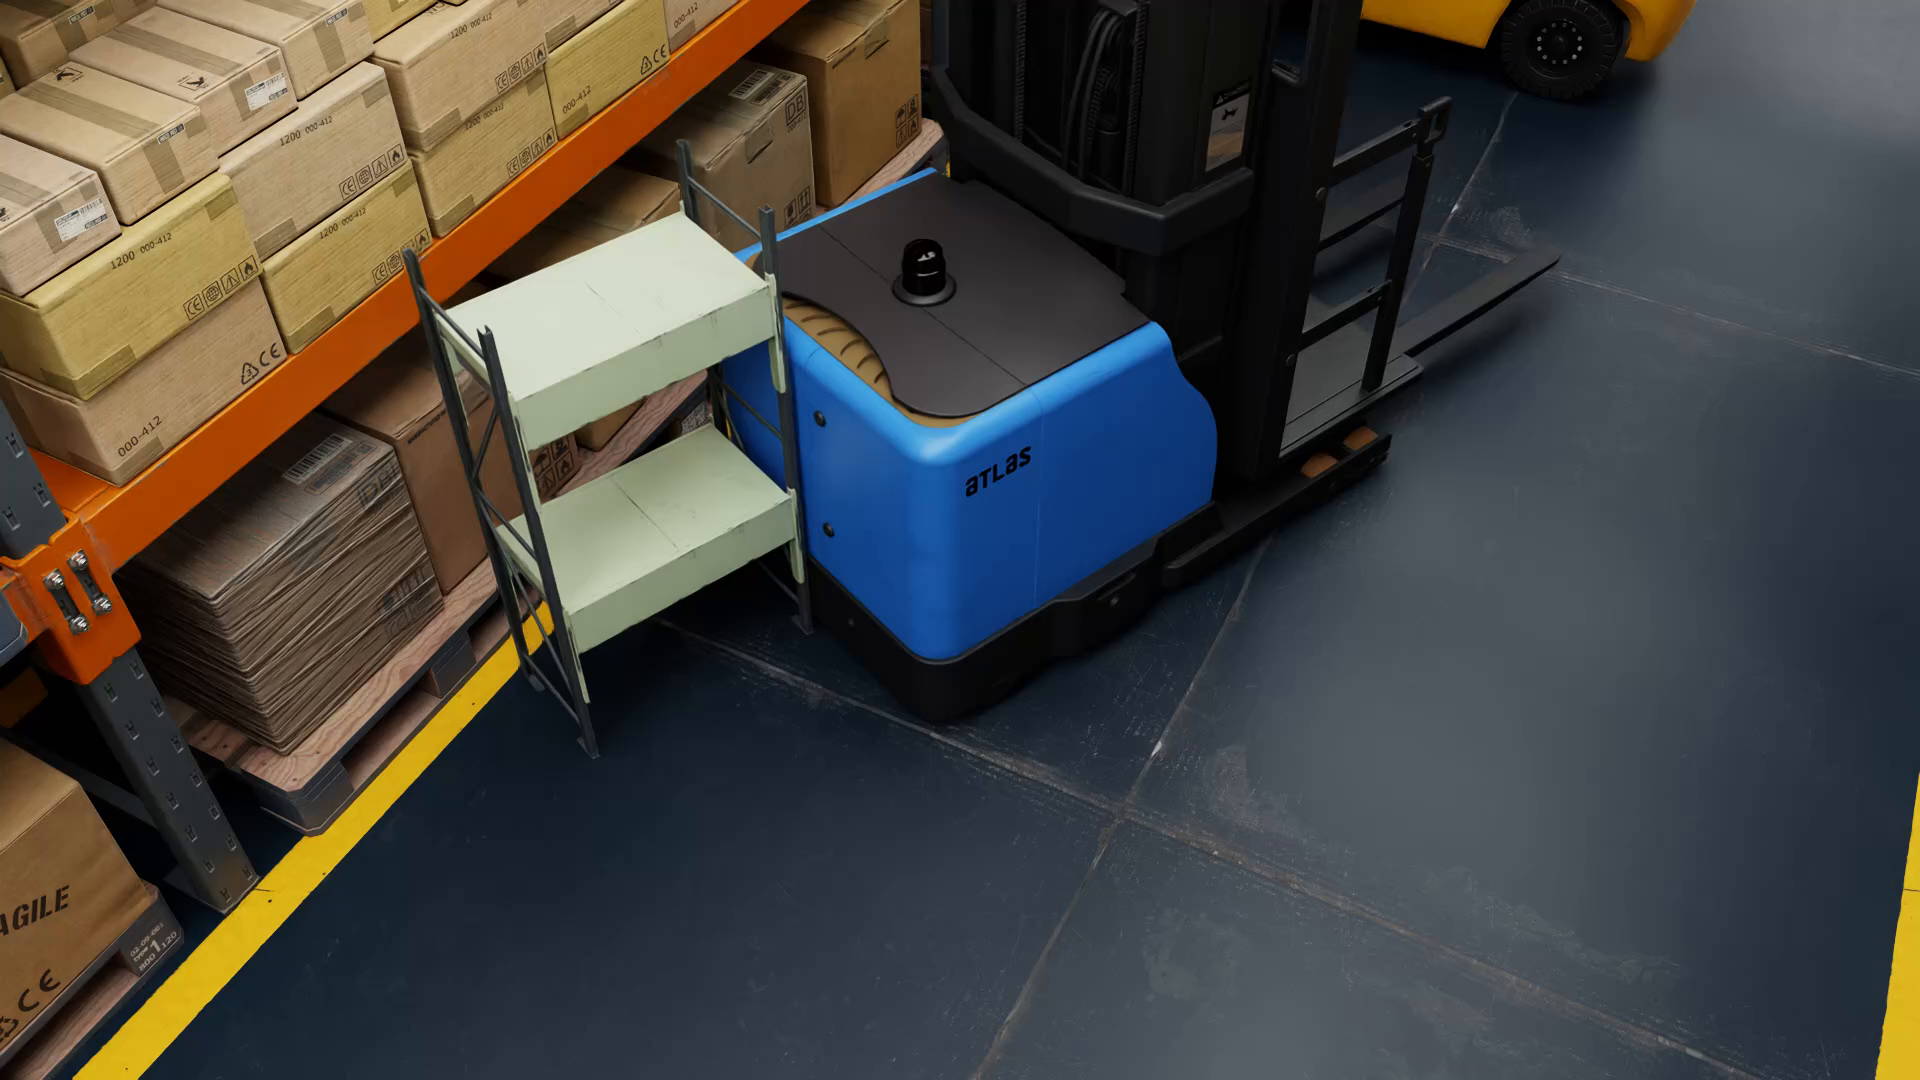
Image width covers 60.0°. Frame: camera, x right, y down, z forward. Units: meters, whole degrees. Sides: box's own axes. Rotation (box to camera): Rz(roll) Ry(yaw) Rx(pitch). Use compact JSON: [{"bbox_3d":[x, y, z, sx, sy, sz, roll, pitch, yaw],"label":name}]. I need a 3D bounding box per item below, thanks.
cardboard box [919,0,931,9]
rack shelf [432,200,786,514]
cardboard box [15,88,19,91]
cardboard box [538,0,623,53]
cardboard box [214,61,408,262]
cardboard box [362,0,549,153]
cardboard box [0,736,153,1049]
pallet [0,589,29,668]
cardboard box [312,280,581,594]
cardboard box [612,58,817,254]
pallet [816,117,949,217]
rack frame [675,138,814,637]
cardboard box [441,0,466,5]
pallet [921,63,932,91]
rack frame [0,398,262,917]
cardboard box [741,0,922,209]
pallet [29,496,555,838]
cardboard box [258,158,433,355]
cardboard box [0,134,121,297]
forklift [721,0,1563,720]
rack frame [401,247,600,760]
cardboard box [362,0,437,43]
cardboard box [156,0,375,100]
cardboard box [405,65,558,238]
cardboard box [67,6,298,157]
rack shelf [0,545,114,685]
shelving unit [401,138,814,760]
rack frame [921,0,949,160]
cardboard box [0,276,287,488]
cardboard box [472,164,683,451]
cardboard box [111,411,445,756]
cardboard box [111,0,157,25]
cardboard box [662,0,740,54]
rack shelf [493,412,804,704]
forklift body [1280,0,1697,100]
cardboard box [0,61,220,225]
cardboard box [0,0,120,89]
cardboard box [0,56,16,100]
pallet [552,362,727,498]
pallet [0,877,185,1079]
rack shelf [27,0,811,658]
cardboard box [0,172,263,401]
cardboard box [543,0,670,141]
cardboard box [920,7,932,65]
[{"bbox_3d":[0.050,-2.366,6.766,0.500,0.250,0.500,20,49,19],"label":"cardboard box"},{"bbox_3d":[-0.857,-0.465,4.106,0.720,0.370,0.431,-30,52,-26],"label":"rack shelf"},{"bbox_3d":[-2.107,-1.107,3.989,0.500,0.250,0.500,21,49,19],"label":"cardboard box"},{"bbox_3d":[-1.176,-1.577,4.454,0.500,0.250,0.500,21,49,20],"label":"cardboard box"},{"bbox_3d":[-1.649,-0.923,3.808,0.500,0.250,0.500,22,49,20],"label":"cardboard box"},{"bbox_3d":[-1.390,-1.247,4.128,0.500,0.250,0.500,19,48,18],"label":"cardboard box"},{"bbox_3d":[-2.311,0.782,3.830,0.500,0.500,0.500,22,49,20],"label":"cardboard box"},{"bbox_3d":[-2.558,0.231,3.047,1.213,0.211,1.003,20,49,19],"label":"pallet"},{"bbox_3d":[-1.707,-0.402,4.913,0.875,0.625,0.625,22,49,20],"label":"cardboard box"},{"bbox_3d":[-1.048,-1.301,5.801,0.875,0.625,0.625,20,49,19],"label":"cardboard box"},{"bbox_3d":[-0.756,-1.349,6.435,1.003,0.211,1.213,20,49,19],"label":"pallet"},{"bbox_3d":[-0.572,-0.354,4.546,0.023,1.500,0.400,-30,52,-26],"label":"rack frame"},{"bbox_3d":[-1.306,-1.470,4.067,0.380,0.149,0.250,21,49,20],"label":"cardboard box"},{"bbox_3d":[-0.042,-2.313,7.388,1.003,0.211,1.213,20,49,19],"label":"pallet"},{"bbox_3d":[-2.305,-0.286,3.424,1.000,3.000,0.127,20,49,19],"label":"rack frame"},{"bbox_3d":[-0.681,-1.787,6.281,0.875,0.625,0.625,23,50,21],"label":"cardboard box"},{"bbox_3d":[-1.888,0.188,4.916,1.003,0.211,1.213,20,49,19],"label":"pallet"},{"bbox_3d":[-1.645,-0.748,3.986,0.500,0.250,0.500,19,48,18],"label":"cardboard box"},{"bbox_3d":[-1.896,-0.653,3.260,0.380,0.149,0.250,22,49,20],"label":"cardboard box"},{"bbox_3d":[0.774,-1.412,4.585,3.031,2.935,1.130,-30,52,-26],"label":"forklift"},{"bbox_3d":[-1.141,-0.027,4.222,0.023,1.500,0.400,-30,52,-26],"label":"rack frame"},{"bbox_3d":[-1.477,-1.329,3.928,0.380,0.149,0.250,21,49,19],"label":"cardboard box"},{"bbox_3d":[-1.567,-1.161,3.762,0.380,0.149,0.250,21,49,19],"label":"cardboard box"},{"bbox_3d":[-1.412,-1.075,4.309,0.500,0.250,0.500,19,48,18],"label":"cardboard box"},{"bbox_3d":[-1.677,-0.992,3.595,0.380,0.149,0.250,22,49,20],"label":"cardboard box"},{"bbox_3d":[-3.234,1.226,2.435,1.077,0.370,4.000,20,49,19],"label":"rack shelf"},{"bbox_3d":[-0.857,-0.191,4.384,0.755,1.500,0.431,-30,52,-26],"label":"shelving unit"},{"bbox_3d":[-0.448,-2.806,5.915,1.000,3.000,0.127,20,49,19],"label":"rack frame"},{"bbox_3d":[-1.883,-0.433,3.674,0.500,0.250,0.500,21,49,19],"label":"cardboard box"},{"bbox_3d":[-1.395,-0.826,5.332,0.875,0.625,0.625,19,48,17],"label":"cardboard box"},{"bbox_3d":[-2.003,0.012,4.503,0.875,0.625,0.625,22,49,20],"label":"cardboard box"},{"bbox_3d":[-2.084,-1.344,3.943,0.380,0.149,0.250,20,49,18],"label":"cardboard box"},{"bbox_3d":[-0.937,-1.729,4.955,0.500,0.250,0.500,21,49,19],"label":"cardboard box"},{"bbox_3d":[-0.857,0.038,4.616,0.720,0.370,0.431,-30,52,-26],"label":"rack shelf"},{"bbox_3d":[2.144,-3.231,6.931,2.313,2.155,1.214,20,49,19],"label":"forklift body"},{"bbox_3d":[-1.773,-0.822,3.427,0.380,0.149,0.250,21,49,20],"label":"cardboard box"},{"bbox_3d":[-2.137,-1.166,3.767,0.380,0.149,0.250,20,49,19],"label":"cardboard box"},{"bbox_3d":[-2.311,-1.023,3.626,0.380,0.149,0.250,22,49,20],"label":"cardboard box"},{"bbox_3d":[-1.321,-0.578,5.672,1.003,0.211,1.213,20,49,19],"label":"pallet"},{"bbox_3d":[-2.685,1.152,3.963,1.003,0.211,1.213,20,49,19],"label":"pallet"},{"bbox_3d":[-1.377,-1.294,4.925,1.077,0.370,4.000,20,49,19],"label":"rack shelf"},{"bbox_3d":[-1.861,-0.600,3.488,0.500,0.250,0.500,20,49,19],"label":"cardboard box"},{"bbox_3d":[-1.170,-1.401,4.631,0.500,0.250,0.500,22,49,20],"label":"cardboard box"},{"bbox_3d":[0.070,-2.183,6.936,0.500,0.250,0.500,21,49,19],"label":"cardboard box"}]
